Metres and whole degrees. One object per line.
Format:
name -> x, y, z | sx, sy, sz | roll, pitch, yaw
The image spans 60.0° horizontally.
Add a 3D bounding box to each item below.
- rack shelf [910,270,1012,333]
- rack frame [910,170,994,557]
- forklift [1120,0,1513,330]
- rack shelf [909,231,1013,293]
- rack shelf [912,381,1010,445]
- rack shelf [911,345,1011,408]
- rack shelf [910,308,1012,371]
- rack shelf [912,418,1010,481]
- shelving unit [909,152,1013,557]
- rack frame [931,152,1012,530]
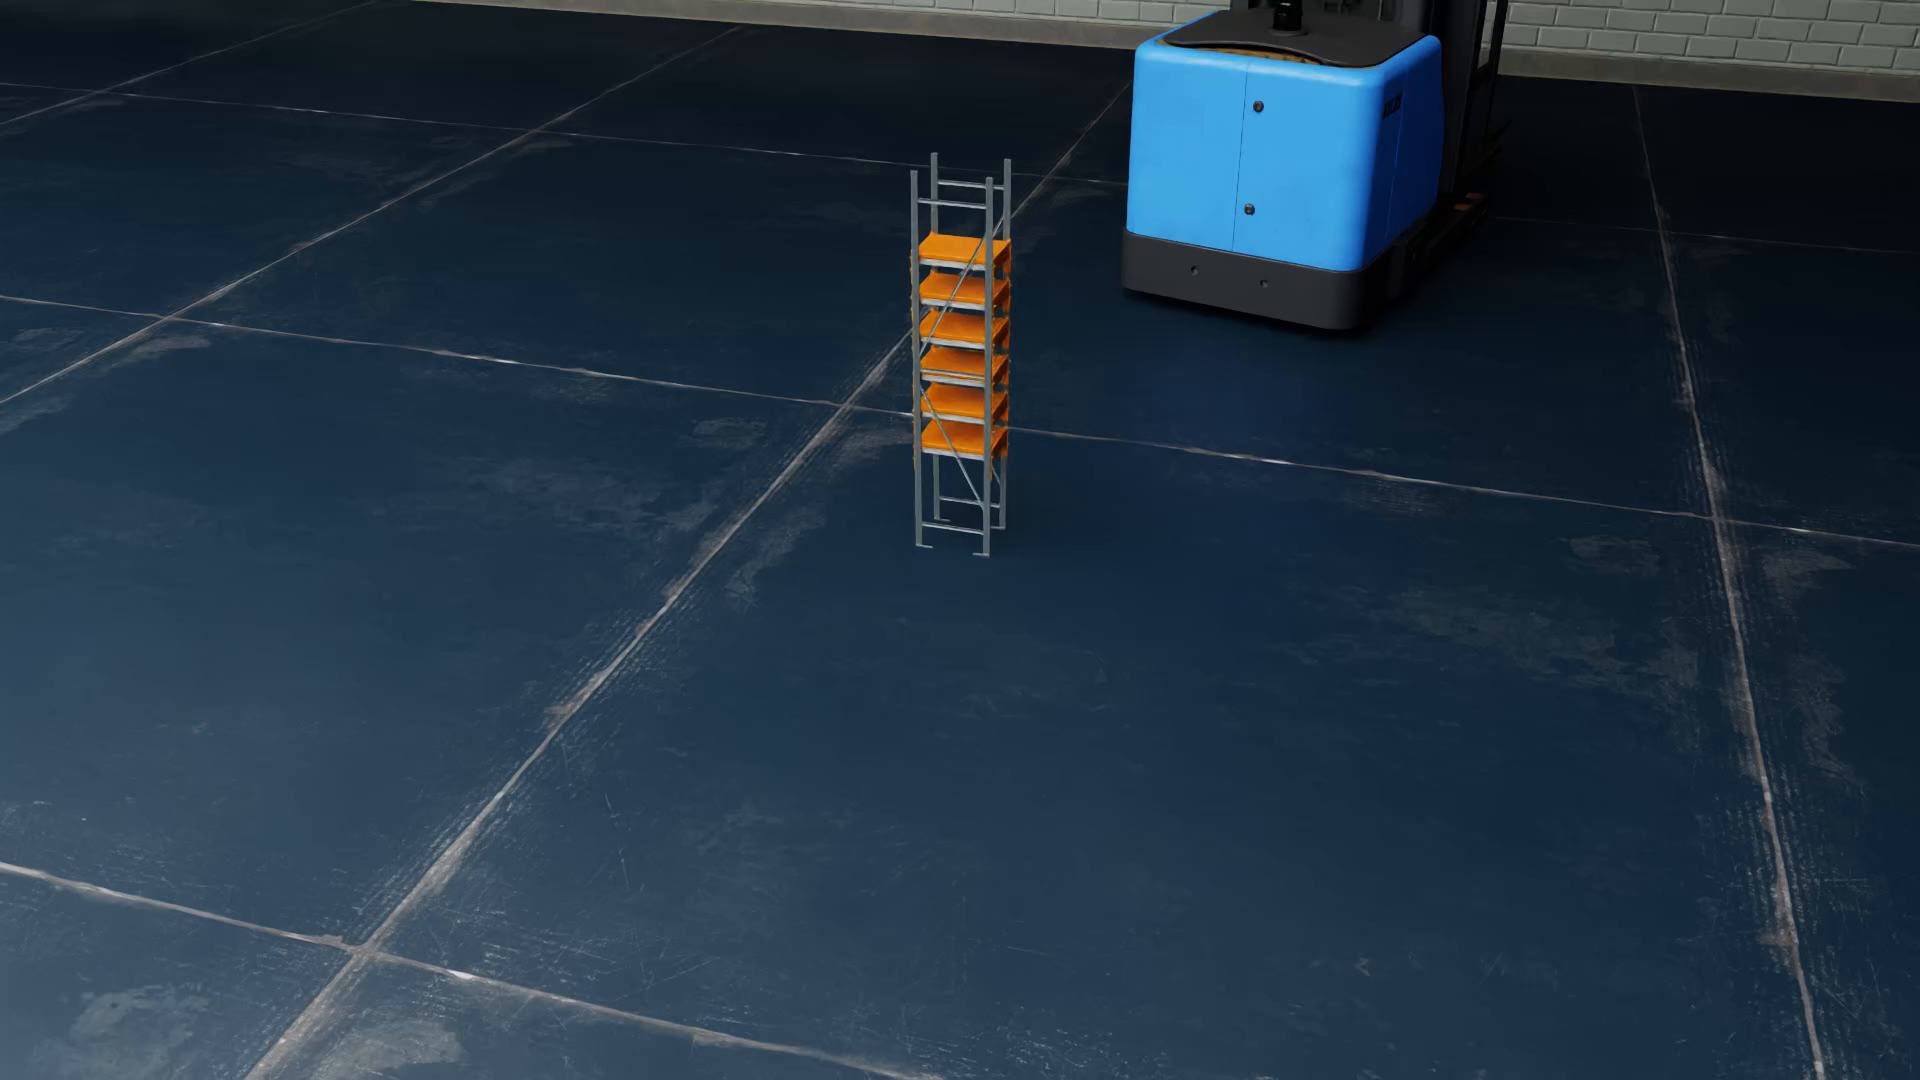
rack shelf -> 0.004, -0.702, 4.875 | 0.258, 0.103, 0.180 | 8, 30, 15
rack frame -> -0.023, -0.489, 4.894 | 0.240, 1.200, 0.006 | 8, 30, 15
forklift -> 1.870, -2.794, 7.257 | 1.130, 2.935, 3.031 | 16, 33, 27
rack shelf -> 0.004, -0.807, 4.817 | 0.258, 0.103, 0.180 | 8, 30, 15
rack shelf -> 0.004, -0.387, 5.050 | 0.258, 0.103, 0.180 | 8, 30, 15
rack shelf -> 0.004, -0.492, 4.992 | 0.258, 0.103, 0.180 | 8, 30, 15
rack shelf -> 0.004, -0.597, 4.934 | 0.258, 0.103, 0.180 | 8, 30, 15
rack shelf -> 0.004, -0.282, 5.109 | 0.258, 0.103, 0.180 | 8, 30, 15
shelving unit -> 0.004, -0.531, 4.970 | 0.258, 1.200, 0.189 | 8, 30, 15
rack frame -> 0.031, -0.574, 5.047 | 0.240, 1.200, 0.006 | 8, 30, 15
